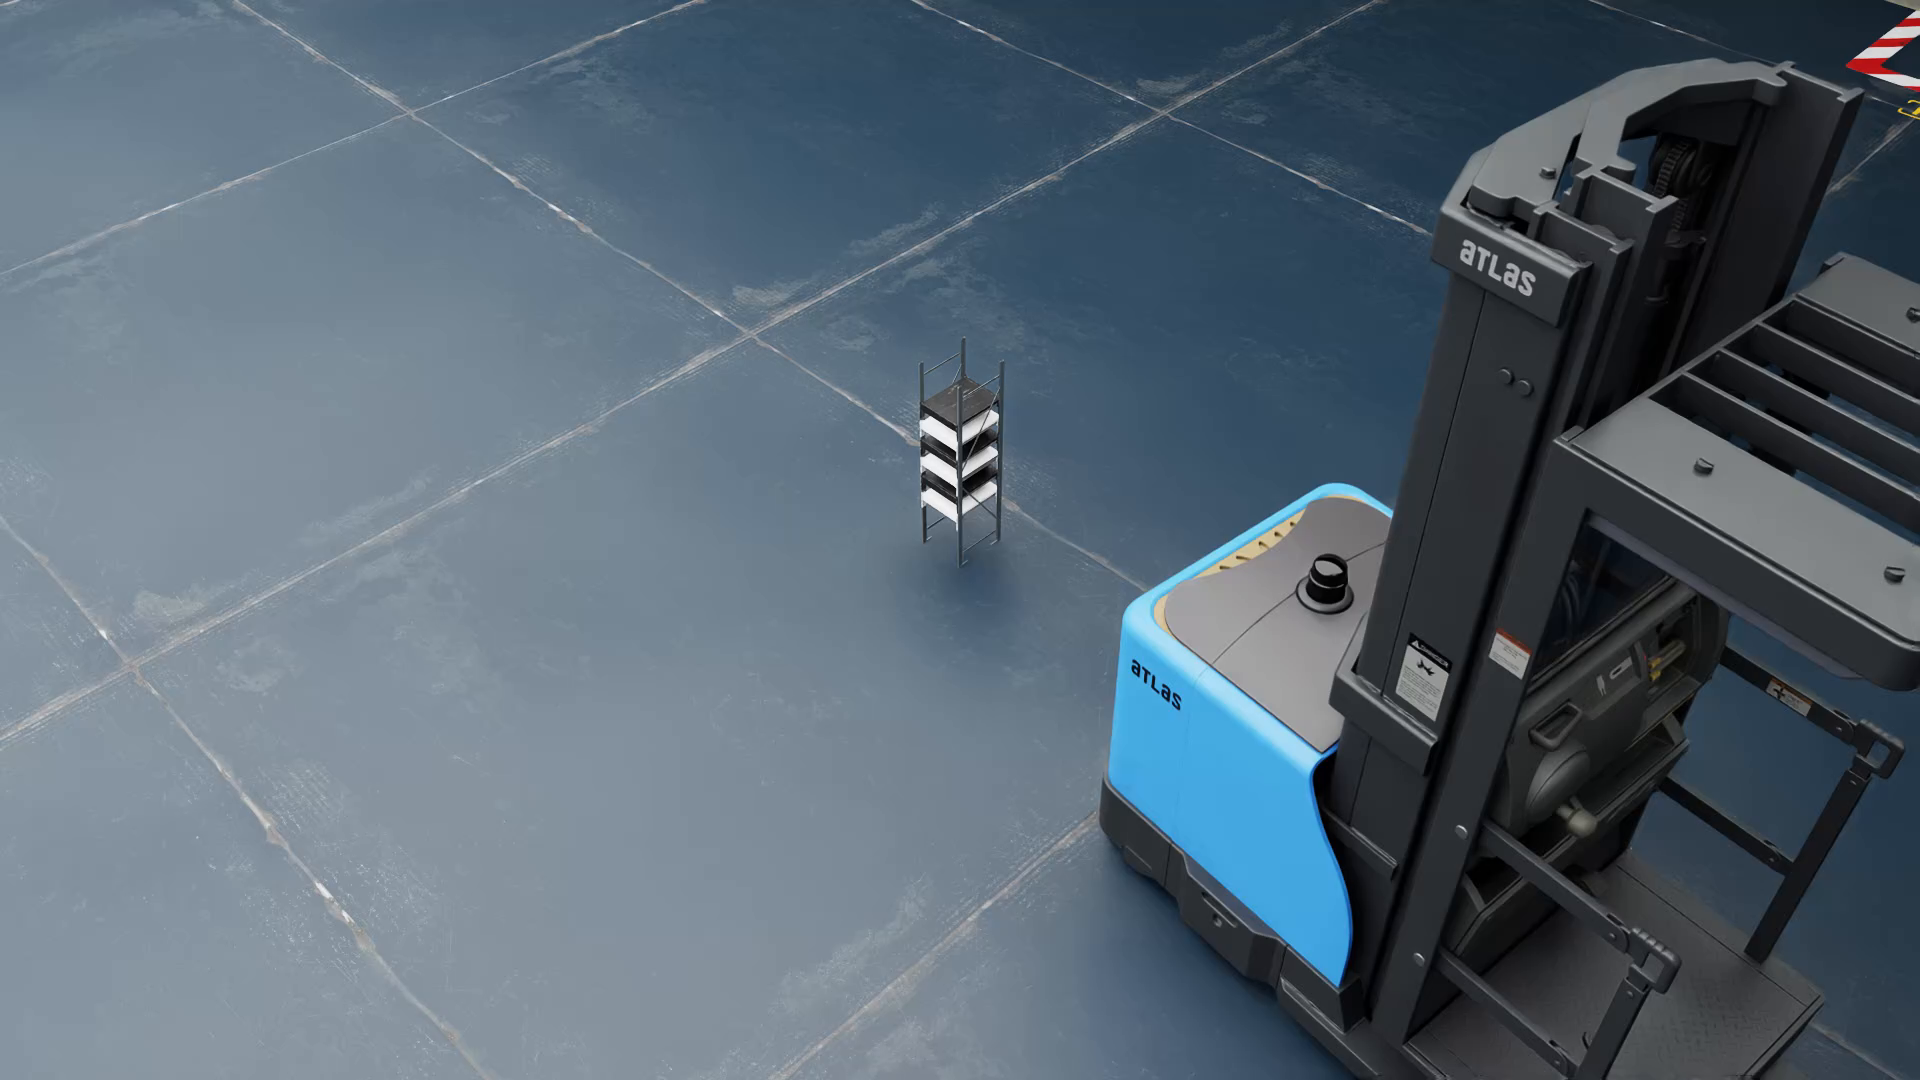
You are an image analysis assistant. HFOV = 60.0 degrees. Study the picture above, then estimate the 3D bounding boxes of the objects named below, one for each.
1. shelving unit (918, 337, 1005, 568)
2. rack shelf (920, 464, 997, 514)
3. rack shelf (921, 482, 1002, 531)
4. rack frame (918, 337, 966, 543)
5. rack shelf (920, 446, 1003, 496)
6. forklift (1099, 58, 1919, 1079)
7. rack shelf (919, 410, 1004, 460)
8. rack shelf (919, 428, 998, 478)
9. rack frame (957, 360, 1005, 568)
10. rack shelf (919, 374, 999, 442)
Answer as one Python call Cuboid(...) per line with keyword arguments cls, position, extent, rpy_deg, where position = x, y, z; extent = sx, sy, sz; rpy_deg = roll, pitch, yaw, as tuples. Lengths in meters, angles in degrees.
Cuboid(cls="shelving unit", position=(0.006, -0.327, 6.440), extent=(0.258, 0.900, 0.210), rpy_deg=(-34, 53, -31))
Cuboid(cls="rack shelf", position=(0.006, -0.236, 6.524), extent=(0.258, 0.077, 0.200), rpy_deg=(-34, 53, -31))
Cuboid(cls="rack shelf", position=(0.006, -0.170, 6.585), extent=(0.258, 0.077, 0.200), rpy_deg=(-34, 53, -31))
Cuboid(cls="rack frame", position=(-0.066, -0.375, 6.493), extent=(0.240, 0.900, 0.006), rpy_deg=(-34, 53, -31))
Cuboid(cls="rack shelf", position=(0.006, -0.302, 6.463), extent=(0.258, 0.077, 0.200), rpy_deg=(-34, 53, -31))
Cuboid(cls="forklift", position=(1.790, 0.484, 4.067), extent=(1.130, 2.935, 3.031), rpy_deg=(-29, 50, -28))
Cuboid(cls="rack shelf", position=(0.006, -0.434, 6.341), extent=(0.258, 0.077, 0.200), rpy_deg=(-34, 53, -31))
Cuboid(cls="rack shelf", position=(0.006, -0.368, 6.402), extent=(0.258, 0.077, 0.200), rpy_deg=(-34, 53, -31))
Cuboid(cls="rack frame", position=(0.078, -0.278, 6.388), extent=(0.240, 0.900, 0.006), rpy_deg=(-34, 53, -31))
Cuboid(cls="rack shelf", position=(0.006, -0.500, 6.280), extent=(0.258, 0.077, 0.200), rpy_deg=(-34, 53, -31))
